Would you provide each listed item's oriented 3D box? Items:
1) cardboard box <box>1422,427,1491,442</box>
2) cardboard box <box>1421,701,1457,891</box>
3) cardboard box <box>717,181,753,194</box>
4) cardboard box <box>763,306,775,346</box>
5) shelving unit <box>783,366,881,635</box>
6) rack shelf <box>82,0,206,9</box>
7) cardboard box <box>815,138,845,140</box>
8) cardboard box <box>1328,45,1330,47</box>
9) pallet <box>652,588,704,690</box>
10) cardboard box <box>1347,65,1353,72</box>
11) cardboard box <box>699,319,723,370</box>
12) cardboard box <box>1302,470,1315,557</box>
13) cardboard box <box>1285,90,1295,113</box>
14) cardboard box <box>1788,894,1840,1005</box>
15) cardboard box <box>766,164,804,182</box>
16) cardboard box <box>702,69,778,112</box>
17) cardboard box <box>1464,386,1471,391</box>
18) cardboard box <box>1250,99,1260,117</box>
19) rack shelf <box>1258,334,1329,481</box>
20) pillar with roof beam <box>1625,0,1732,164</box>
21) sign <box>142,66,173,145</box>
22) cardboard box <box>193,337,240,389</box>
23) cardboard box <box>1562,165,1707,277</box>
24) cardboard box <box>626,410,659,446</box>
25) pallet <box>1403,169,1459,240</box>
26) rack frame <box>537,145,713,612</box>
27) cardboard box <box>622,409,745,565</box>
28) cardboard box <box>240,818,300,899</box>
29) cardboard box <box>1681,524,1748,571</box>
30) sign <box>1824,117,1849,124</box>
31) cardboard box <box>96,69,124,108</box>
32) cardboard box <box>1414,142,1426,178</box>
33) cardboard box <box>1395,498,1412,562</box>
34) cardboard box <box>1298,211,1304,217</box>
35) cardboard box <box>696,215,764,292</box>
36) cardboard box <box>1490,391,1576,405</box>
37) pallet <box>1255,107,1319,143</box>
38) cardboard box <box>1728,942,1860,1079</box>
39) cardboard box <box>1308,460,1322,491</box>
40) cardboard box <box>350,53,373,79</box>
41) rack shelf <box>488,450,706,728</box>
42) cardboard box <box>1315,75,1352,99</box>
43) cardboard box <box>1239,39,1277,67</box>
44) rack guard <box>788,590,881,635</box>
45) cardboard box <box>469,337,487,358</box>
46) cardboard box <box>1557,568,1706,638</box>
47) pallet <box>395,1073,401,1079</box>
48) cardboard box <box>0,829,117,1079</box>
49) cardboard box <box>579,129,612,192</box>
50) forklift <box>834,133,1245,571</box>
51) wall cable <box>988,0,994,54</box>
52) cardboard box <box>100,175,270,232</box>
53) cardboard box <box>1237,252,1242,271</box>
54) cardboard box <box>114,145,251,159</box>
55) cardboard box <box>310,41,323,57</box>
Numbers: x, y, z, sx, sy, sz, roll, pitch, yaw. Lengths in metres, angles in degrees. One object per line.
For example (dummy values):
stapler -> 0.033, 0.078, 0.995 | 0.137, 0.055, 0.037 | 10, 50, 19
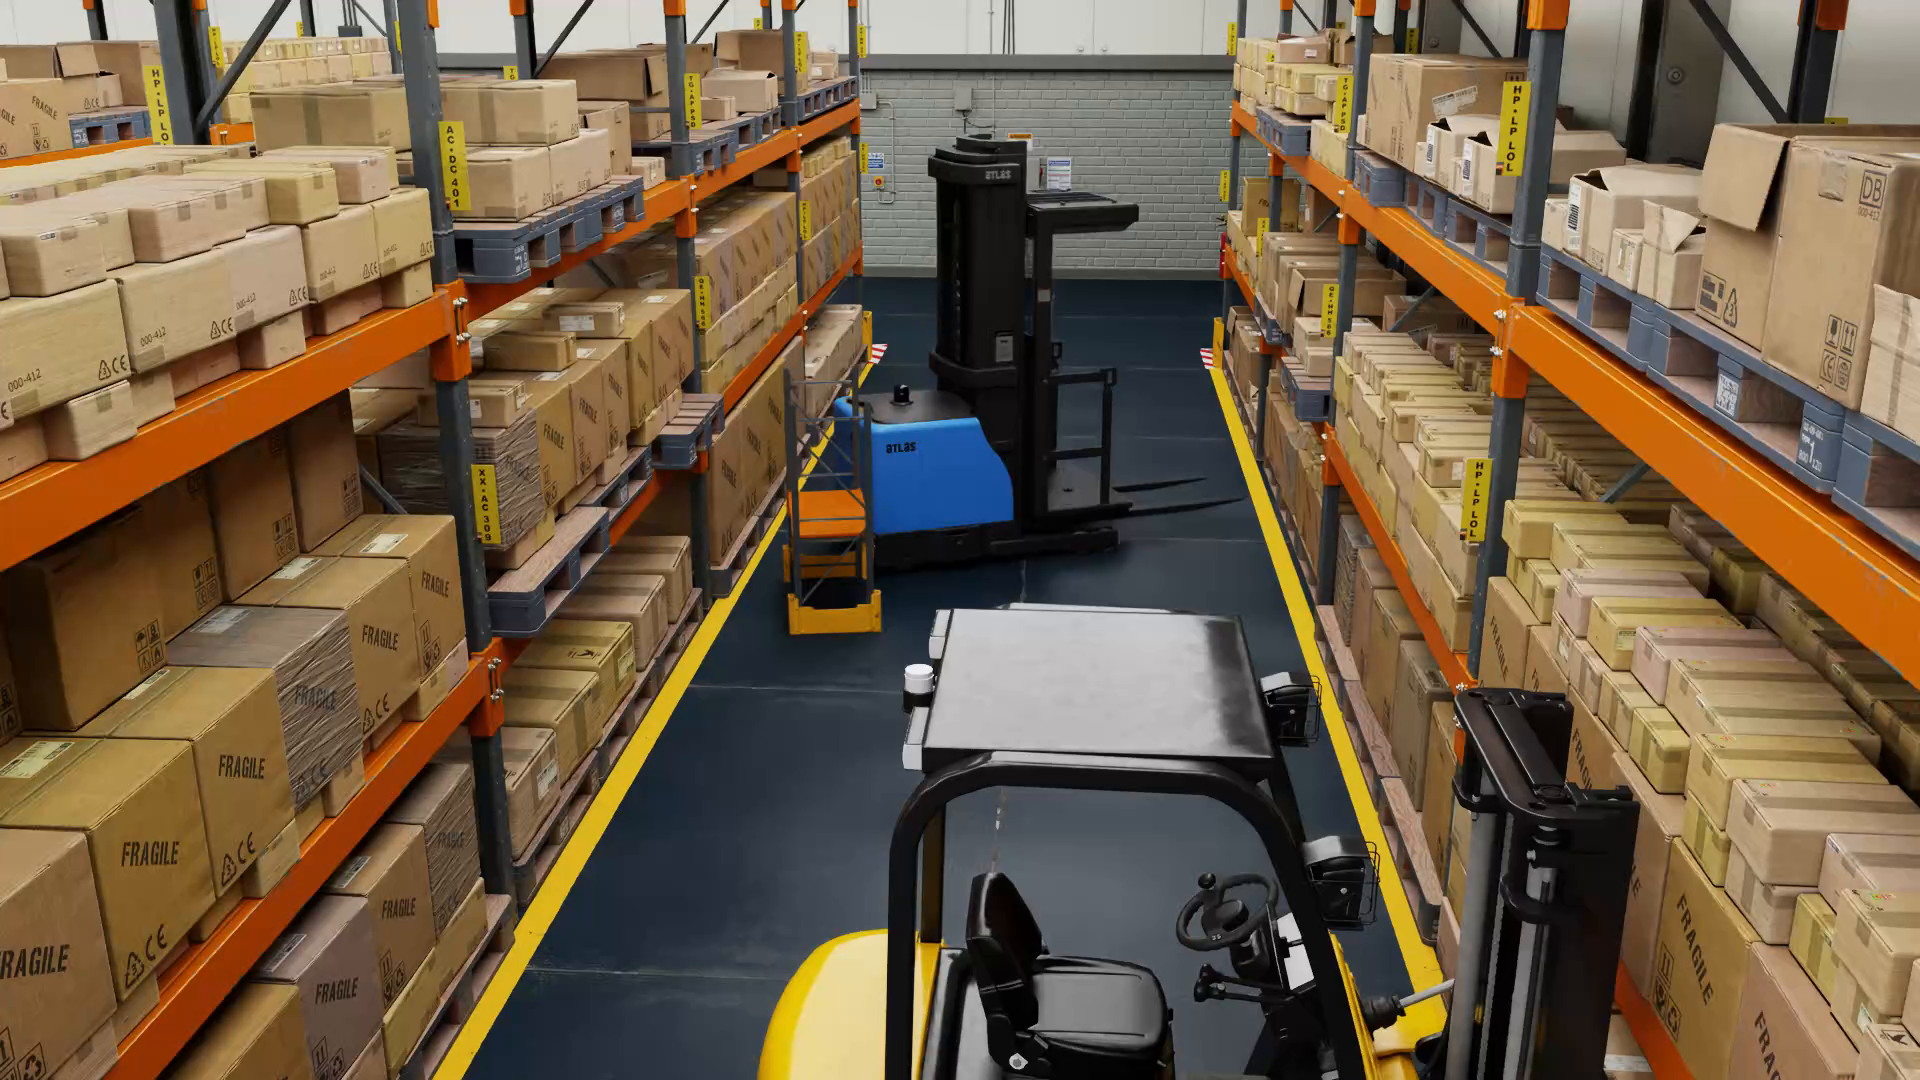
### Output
cardboard box -> 2.352, -0.418, 7.678 | 0.380, 0.149, 0.250 | 1, 18, 3
cardboard box -> 2.537, 1.136, 7.278 | 0.875, 0.625, 0.625 | 2, 18, 6
cardboard box -> -2.108, -2.900, 14.691 | 0.500, 0.500, 0.500 | 1, 18, 3
cardboard box -> -1.740, -1.694, 13.017 | 0.500, 0.250, 0.500 | 1, 18, 2
shelving unit -> -0.866, -0.287, 10.889 | 0.587, 1.500, 1.083 | -2, 18, -7
rack shelf -> -6.955, -4.002, 11.982 | 1.077, 0.370, 4.000 | 1, 18, 4
cardboard box -> -1.400, -4.103, 17.319 | 0.380, 0.149, 0.250 | 2, 18, 5
cardboard box -> 3.425, -4.157, 14.436 | 0.500, 0.250, 0.500 | 1, 18, 2
pallet -> -2.211, 0.585, 10.298 | 1.003, 0.211, 1.213 | 1, 18, 4
cardboard box -> 3.174, -3.556, 12.731 | 0.380, 0.149, 0.250 | 1, 18, 3
cardboard box -> -1.871, -1.301, 11.014 | 0.500, 0.250, 0.500 | 1, 18, 4
cardboard box -> 2.660, -0.176, 11.483 | 0.500, 0.500, 0.500 | 1, 18, 3
cardboard box -> 2.568, -3.189, 12.088 | 0.380, 0.149, 0.250 | 2, 18, 5
cardboard box -> 2.067, 0.906, 3.639 | 0.380, 0.149, 0.250 | 1, 18, 4
cardboard box -> -1.583, -3.228, 14.649 | 0.380, 0.149, 0.250 | 2, 18, 5
cardboard box -> -1.721, -3.529, 13.028 | 0.500, 0.311, 0.500 | 1, 18, 4
cardboard box -> 3.008, -0.735, 9.286 | 0.500, 0.250, 0.500 | 1, 18, 4
cardboard box -> 2.896, -4.018, 15.456 | 0.380, 0.149, 0.250 | 2, 18, 5
rack shelf -> 2.941, -1.152, 12.278 | 1.077, 0.370, 4.000 | 1, 18, 4
pillar with roof beam -> -0.691, -3.395, 8.332 | 9.100, 9.000, 0.400 | 1, 18, 4
sign -> -2.994, -1.610, 6.239 | 0.100, 0.325, 0.005 | 1, 18, 4
cardboard box -> -2.350, -0.544, 4.851 | 0.380, 0.149, 0.250 | 2, 18, 5
cardboard box -> 2.208, -1.008, 5.173 | 0.500, 0.311, 0.500 | 2, 18, 5
cardboard box -> -1.895, -0.628, 9.251 | 0.380, 0.149, 0.250 | 2, 18, 5
pallet -> 2.761, -1.649, 8.123 | 1.003, 0.211, 1.213 | 2, 18, 6
rack frame -> -2.154, -0.983, 10.605 | 1.000, 3.000, 0.127 | 1, 18, 4
cardboard box -> -2.021, -0.385, 11.519 | 0.875, 0.875, 0.875 | 1, 18, 3
cardboard box -> -2.259, 0.961, 5.077 | 0.380, 0.149, 0.250 | 1, 18, 4
cardboard box -> 2.730, 0.055, 5.758 | 0.380, 0.149, 0.250 | 1, 18, 2
sign -> 3.065, -1.328, 5.882 | 0.100, 0.325, 0.005 | 1, 18, 4
cardboard box -> -7.084, -3.618, 13.299 | 0.500, 0.311, 0.500 | 1, 18, 3
cardboard box -> 2.342, -1.772, 7.764 | 0.380, 0.149, 0.250 | 1, 18, 3
cardboard box -> 2.383, -0.032, 7.943 | 0.500, 0.250, 0.500 | 1, 18, 4
cardboard box -> 3.603, -3.279, 17.376 | 0.500, 0.250, 0.500 | 2, 18, 6
cardboard box -> -1.756, -2.124, 12.322 | 0.500, 0.500, 0.500 | 2, 18, 5
cardboard box -> 2.885, -0.646, 8.375 | 0.380, 0.149, 0.250 | 2, 18, 5
pallet -> 2.968, -3.250, 13.010 | 1.213, 0.211, 1.003 | 1, 18, 4
cardboard box -> 2.044, 1.244, 3.647 | 0.500, 0.500, 0.500 | 2, 18, 6
cardboard box -> 2.569, -0.437, 11.239 | 0.380, 0.149, 0.250 | 0, 18, 1
cardboard box -> -6.339, -4.831, 16.969 | 0.500, 0.250, 0.500 | 1, 18, 2
rack shelf -> -2.297, -0.020, 8.821 | 1.077, 0.370, 4.000 | 1, 18, 4
cardboard box -> 2.620, -3.074, 11.294 | 0.380, 0.149, 0.250 | 1, 18, 4
cardboard box -> 3.034, -4.801, 16.401 | 0.500, 0.250, 0.500 | 1, 18, 4
rack guard -> -0.800, 0.461, 10.615 | 0.587, 0.250, 0.087 | -2, 18, -7
cardboard box -> -2.522, -0.754, 8.595 | 0.500, 0.500, 0.500 | 1, 18, 2
cardboard box -> 2.133, 0.205, 5.300 | 0.380, 0.149, 0.250 | 2, 18, 5
pallet -> -2.538, 2.174, 5.449 | 1.003, 0.211, 1.213 | 1, 18, 4
cardboard box -> -2.383, 1.011, 3.881 | 0.500, 0.500, 0.500 | 2, 18, 6
cardboard box -> -1.949, -1.781, 7.790 | 0.500, 0.250, 0.500 | 1, 18, 3
forklift -> 0.635, -1.437, 12.103 | 3.031, 2.935, 1.130 | -6, 19, -19
wall cable -> -0.703, -8.073, 22.610 | 2.355, 3.000, 0.029 | 1, 18, 4
cardboard box -> -2.305, -0.998, 4.957 | 0.380, 0.149, 0.250 | 1, 18, 3
cardboard box -> 2.932, -2.743, 16.381 | 0.380, 0.149, 0.250 | 1, 18, 2
cardboard box -> -2.789, -1.335, 5.985 | 0.380, 0.149, 0.250 | 1, 18, 3
cardboard box -> -6.388, -4.740, 16.053 | 0.380, 0.149, 0.250 | 1, 18, 2
